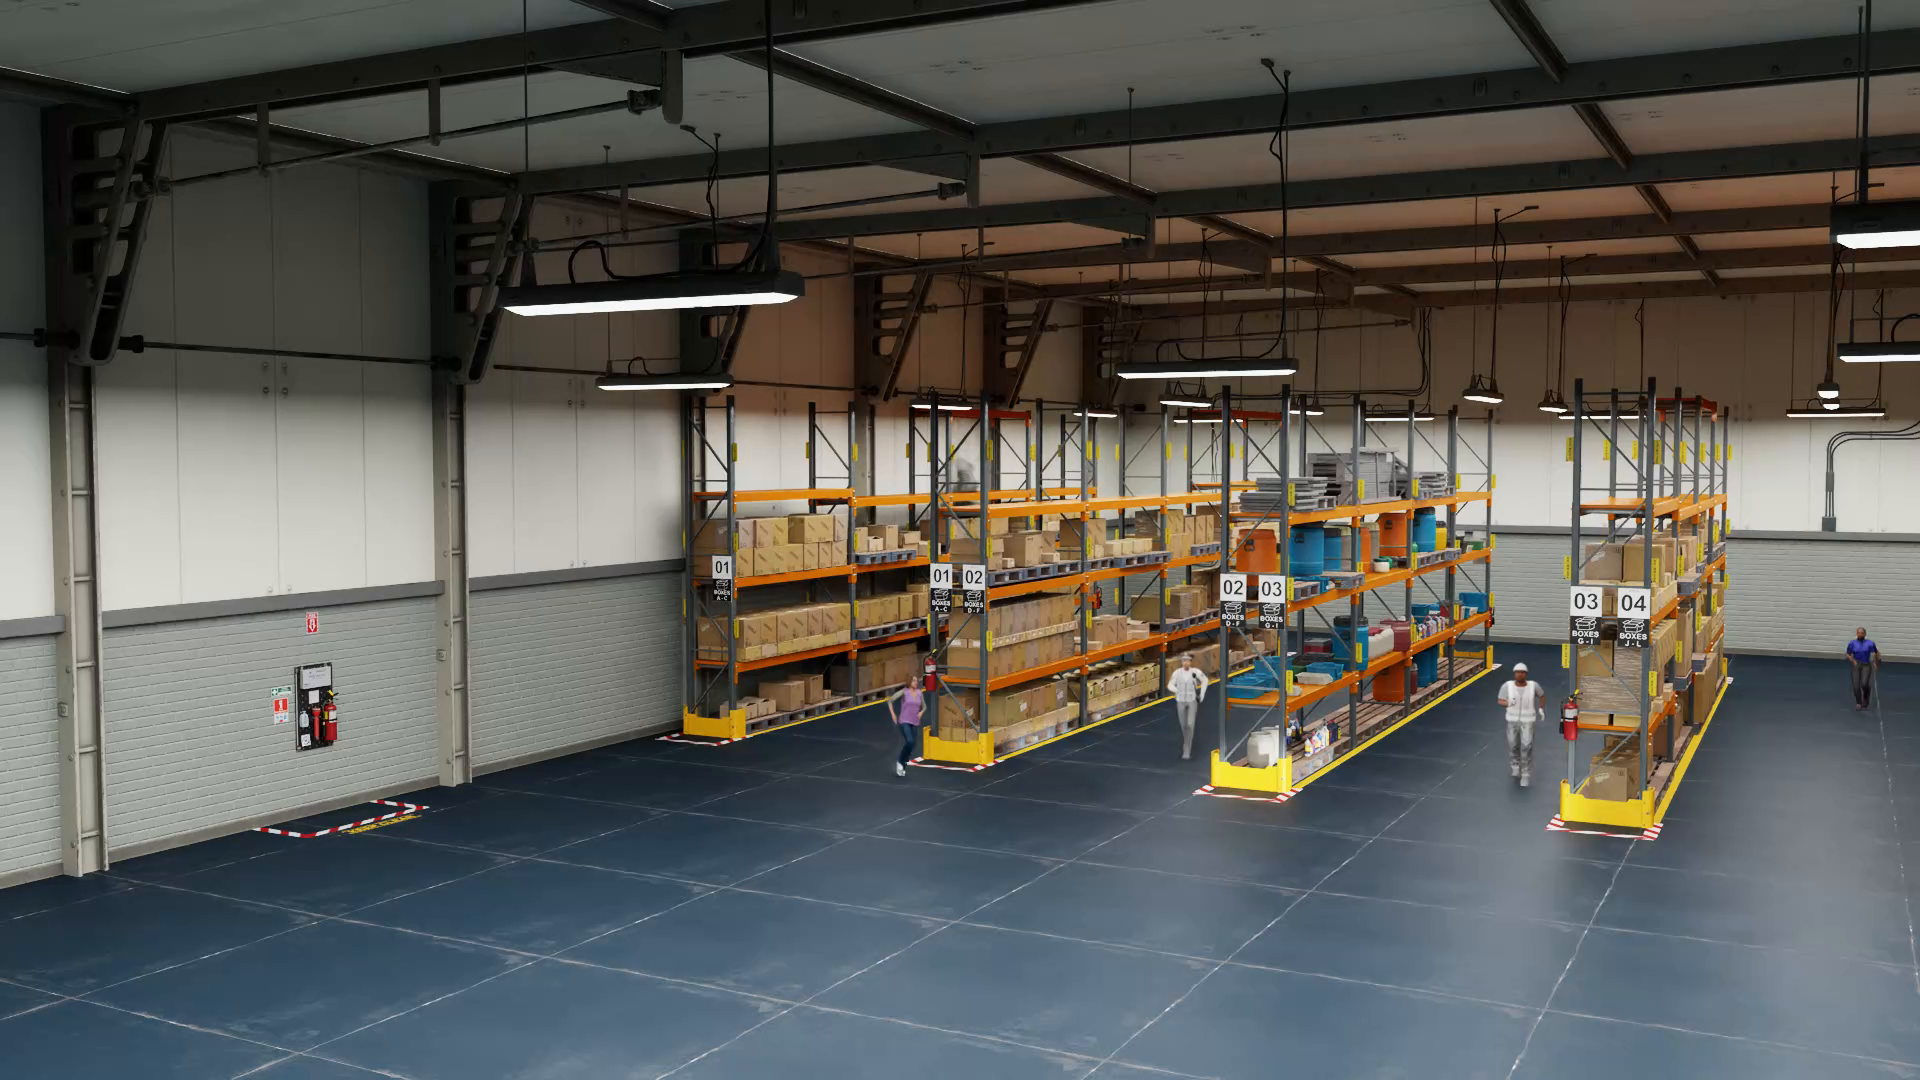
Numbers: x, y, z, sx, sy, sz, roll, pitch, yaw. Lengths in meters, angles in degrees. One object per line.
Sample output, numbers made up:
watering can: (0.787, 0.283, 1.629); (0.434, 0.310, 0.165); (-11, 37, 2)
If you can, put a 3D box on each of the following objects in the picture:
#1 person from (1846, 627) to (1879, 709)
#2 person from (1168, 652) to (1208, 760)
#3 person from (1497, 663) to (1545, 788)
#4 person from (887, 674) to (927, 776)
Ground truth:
person: (17.470, 2.500, 32.224); (0.550, 1.597, 0.671); (2, 4, 35)
person: (3.758, 2.707, 27.479); (0.627, 1.742, 0.856); (1, 3, 19)
person: (8.488, 2.780, 25.165); (0.659, 1.843, 0.798); (1, 3, 24)
person: (-0.772, 2.860, 25.767); (0.553, 1.557, 0.544); (-2, 4, -36)
